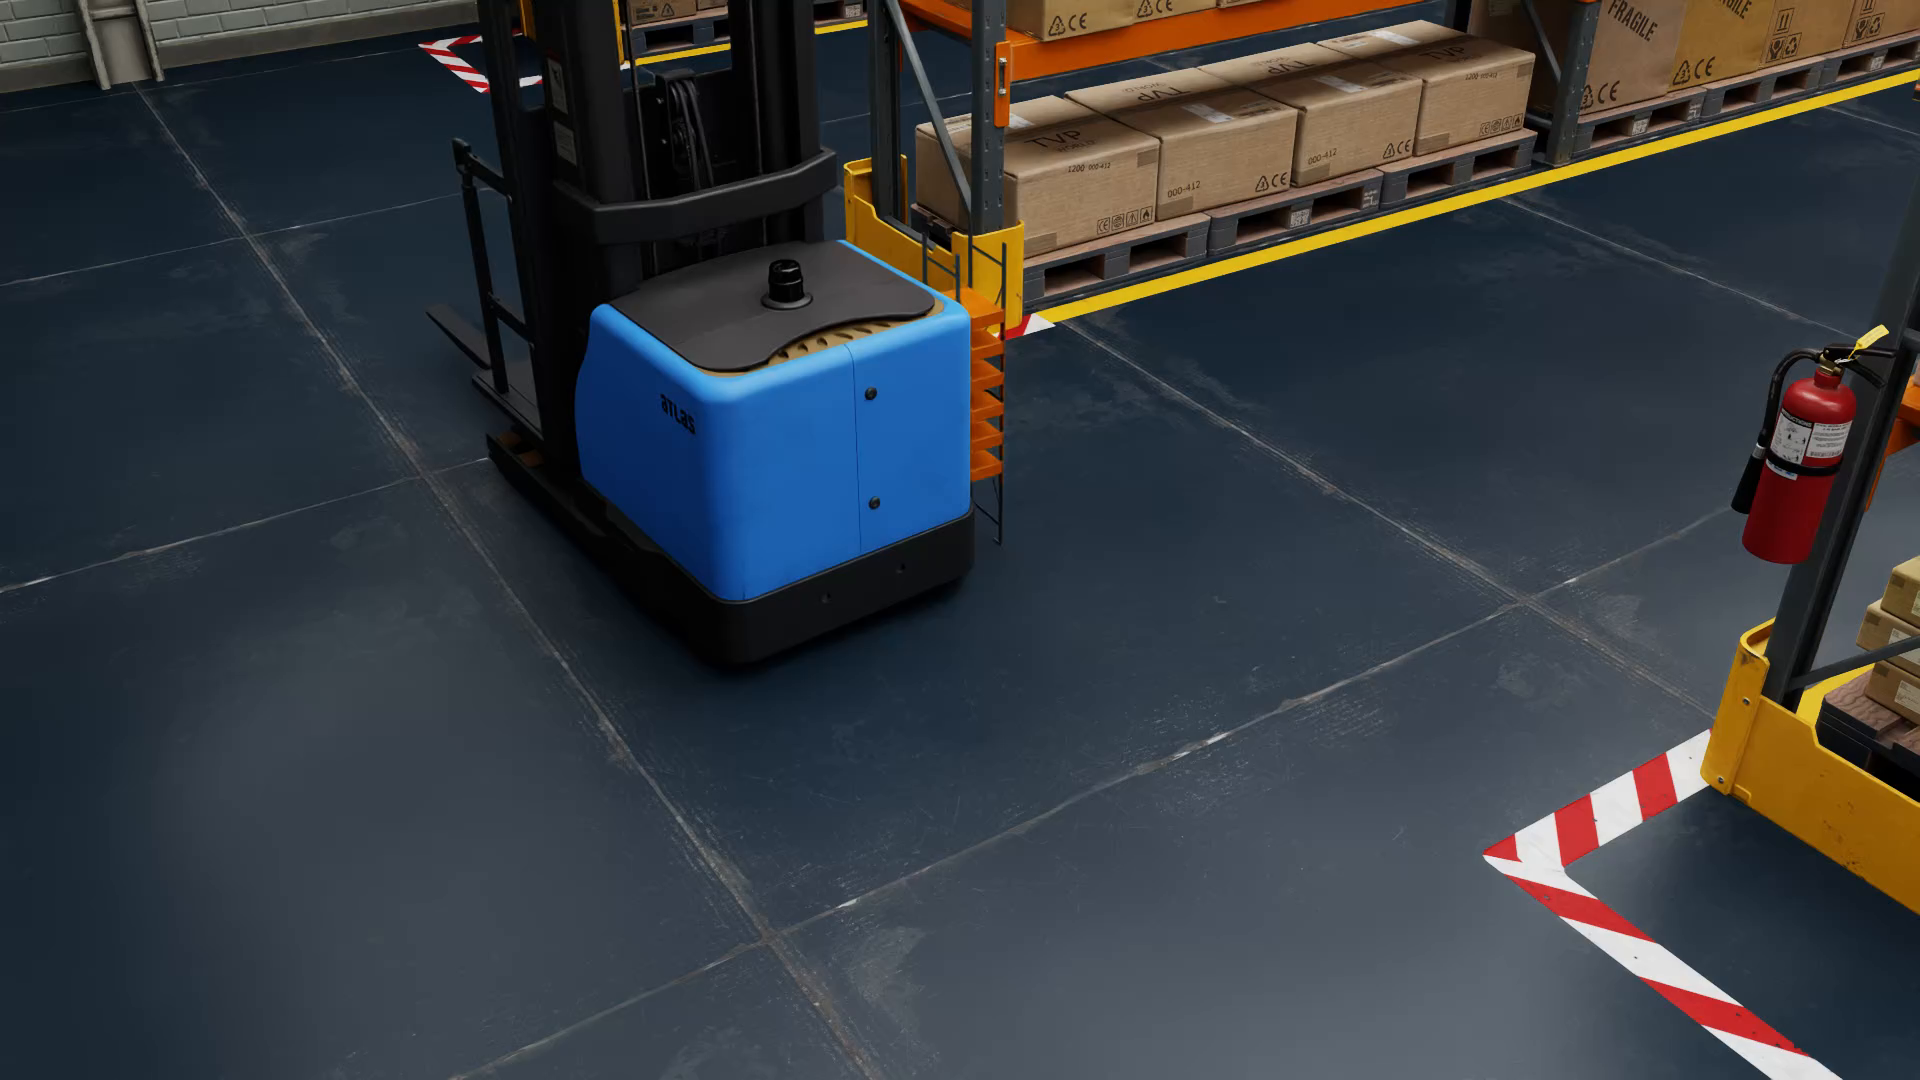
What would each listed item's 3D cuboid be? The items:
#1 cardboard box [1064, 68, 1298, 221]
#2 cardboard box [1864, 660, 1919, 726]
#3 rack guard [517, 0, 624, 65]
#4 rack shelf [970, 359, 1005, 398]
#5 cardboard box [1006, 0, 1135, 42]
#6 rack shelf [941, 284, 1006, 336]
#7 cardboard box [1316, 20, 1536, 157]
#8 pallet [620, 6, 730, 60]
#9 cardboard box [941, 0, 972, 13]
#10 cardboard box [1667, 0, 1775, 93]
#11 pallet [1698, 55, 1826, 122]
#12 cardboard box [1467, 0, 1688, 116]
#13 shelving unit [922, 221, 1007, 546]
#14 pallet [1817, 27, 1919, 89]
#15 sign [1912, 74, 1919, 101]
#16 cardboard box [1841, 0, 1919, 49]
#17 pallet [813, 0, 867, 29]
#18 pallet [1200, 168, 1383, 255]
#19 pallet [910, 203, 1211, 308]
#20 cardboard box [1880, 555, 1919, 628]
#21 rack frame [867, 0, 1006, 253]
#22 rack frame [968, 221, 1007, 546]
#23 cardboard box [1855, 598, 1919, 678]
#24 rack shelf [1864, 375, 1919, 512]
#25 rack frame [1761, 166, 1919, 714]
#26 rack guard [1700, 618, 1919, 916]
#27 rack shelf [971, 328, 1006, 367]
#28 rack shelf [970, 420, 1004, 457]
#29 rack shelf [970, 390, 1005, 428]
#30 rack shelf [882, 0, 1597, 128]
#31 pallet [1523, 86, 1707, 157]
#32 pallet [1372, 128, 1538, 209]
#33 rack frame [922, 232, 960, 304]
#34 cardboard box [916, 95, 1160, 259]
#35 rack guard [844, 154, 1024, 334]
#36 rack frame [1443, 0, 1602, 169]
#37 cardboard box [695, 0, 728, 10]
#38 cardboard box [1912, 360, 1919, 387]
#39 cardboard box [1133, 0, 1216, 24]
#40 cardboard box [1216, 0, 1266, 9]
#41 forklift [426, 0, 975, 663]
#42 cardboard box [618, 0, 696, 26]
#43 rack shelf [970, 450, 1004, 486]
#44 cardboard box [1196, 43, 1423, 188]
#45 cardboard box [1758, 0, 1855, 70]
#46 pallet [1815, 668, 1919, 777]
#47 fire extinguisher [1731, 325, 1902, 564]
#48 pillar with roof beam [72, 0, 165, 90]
[{"bbox_3d":[1.143,-2.107,8.786,0.875,0.438,0.875,-18,36,-26],"label":"cardboard box"},{"bbox_3d":[2.975,0.464,4.981,0.250,0.149,0.380,-18,37,-26],"label":"cardboard box"},{"bbox_3d":[-2.750,-3.698,11.644,0.348,0.500,1.175,-19,37,-27],"label":"rack guard"},{"bbox_3d":[0.015,-0.578,5.899,0.180,0.103,0.258,-18,36,-26],"label":"rack shelf"},{"bbox_3d":[0.437,-2.561,7.405,0.500,0.500,0.500,-19,37,-28],"label":"cardboard box"},{"bbox_3d":[0.015,-0.781,5.771,0.180,0.103,0.258,-18,36,-26],"label":"rack shelf"},{"bbox_3d":[2.654,-2.626,9.609,0.875,0.438,0.875,-20,37,-28],"label":"cardboard box"},{"bbox_3d":[-2.081,-3.807,12.088,1.213,0.211,1.003,-19,37,-27],"label":"pallet"},{"bbox_3d":[0.140,-2.809,7.798,0.500,0.500,0.500,-19,37,-27],"label":"cardboard box"},{"bbox_3d":[4.473,-3.424,10.464,0.875,0.875,0.875,-18,36,-26],"label":"cardboard box"},{"bbox_3d":[4.874,-3.097,10.962,1.213,0.211,1.003,-19,37,-27],"label":"pallet"},{"bbox_3d":[3.718,-3.159,10.045,0.875,0.875,0.875,-18,36,-26],"label":"cardboard box"},{"bbox_3d":[0.016,-0.514,5.940,0.189,1.200,0.258,-18,36,-26],"label":"shelving unit"},{"bbox_3d":[5.899,-3.448,11.518,1.213,0.211,1.003,-19,37,-27],"label":"pallet"},{"bbox_3d":[2.361,-1.196,3.954,0.005,0.325,0.100,-19,37,-27],"label":"sign"},{"bbox_3d":[5.977,-3.938,11.279,0.875,0.875,0.875,-19,37,-28],"label":"cardboard box"},{"bbox_3d":[-1.056,-4.158,12.643,1.213,0.211,1.003,-19,37,-27],"label":"pallet"},{"bbox_3d":[1.532,-1.946,9.137,1.213,0.211,1.003,-19,37,-27],"label":"pallet"},{"bbox_3d":[0.508,-1.596,8.582,1.213,0.211,1.003,-19,37,-27],"label":"pallet"},{"bbox_3d":[2.953,0.191,4.856,0.250,0.149,0.380,-19,37,-27],"label":"cardboard box"},{"bbox_3d":[-0.122,-2.509,7.416,0.127,3.000,1.000,-19,37,-27],"label":"rack frame"},{"bbox_3d":[0.094,-0.540,5.980,0.006,1.200,0.240,-18,36,-26],"label":"rack frame"},{"bbox_3d":[2.934,0.303,4.957,0.250,0.149,0.380,-20,37,-29],"label":"cardboard box"},{"bbox_3d":[4.326,-0.592,5.052,4.000,0.370,1.077,-19,37,-27],"label":"rack shelf"},{"bbox_3d":[2.645,-0.318,3.943,0.127,3.000,1.000,-19,37,-27],"label":"rack frame"},{"bbox_3d":[2.709,0.717,4.645,0.348,0.500,1.175,-19,37,-27],"label":"rack guard"},{"bbox_3d":[0.015,-0.679,5.835,0.180,0.103,0.258,-18,36,-26],"label":"rack shelf"},{"bbox_3d":[0.016,-0.375,6.028,0.180,0.103,0.258,-18,36,-26],"label":"rack shelf"},{"bbox_3d":[0.016,-0.477,5.964,0.180,0.103,0.258,-18,36,-26],"label":"rack shelf"},{"bbox_3d":[1.559,-2.783,8.524,4.000,0.370,1.077,-19,37,-27],"label":"rack shelf"},{"bbox_3d":[3.848,-2.743,10.400,1.213,0.211,1.003,-19,37,-27],"label":"pallet"},{"bbox_3d":[2.559,-2.301,9.700,1.213,0.211,1.003,-19,37,-27],"label":"pallet"},{"bbox_3d":[-0.063,-0.489,5.900,0.006,1.200,0.240,-18,36,-26],"label":"rack frame"},{"bbox_3d":[0.379,-1.839,8.361,0.875,0.438,0.875,-20,38,-29],"label":"cardboard box"},{"bbox_3d":[-0.142,-1.445,8.072,0.348,0.500,1.175,-19,37,-27],"label":"rack guard"},{"bbox_3d":[3.240,-3.665,9.249,0.127,3.000,1.000,-19,37,-27],"label":"rack frame"},{"bbox_3d":[-1.871,-3.945,11.971,0.250,0.149,0.380,-21,38,-29],"label":"cardboard box"},{"bbox_3d":[2.766,-0.433,4.361,0.250,0.149,0.380,-19,37,-27],"label":"cardboard box"},{"bbox_3d":[0.847,-2.720,7.657,0.500,0.500,0.500,-20,37,-28],"label":"cardboard box"},{"bbox_3d":[1.285,-2.859,7.877,0.500,0.500,0.500,-19,37,-28],"label":"cardboard box"},{"bbox_3d":[-1.234,-1.563,5.981,1.130,2.935,3.031,-22,38,-31],"label":"forklift"},{"bbox_3d":[-2.249,-3.990,11.710,0.637,0.503,0.797,-21,38,-29],"label":"cardboard box"},{"bbox_3d":[0.016,-0.274,6.092,0.180,0.103,0.258,-18,36,-26],"label":"rack shelf"},{"bbox_3d":[1.902,-2.367,9.198,0.875,0.438,0.875,-20,37,-29],"label":"cardboard box"},{"bbox_3d":[5.225,-3.682,10.873,0.875,0.875,0.875,-19,37,-27],"label":"cardboard box"},{"bbox_3d":[3.411,0.620,5.069,1.213,0.211,1.003,-19,37,-27],"label":"pallet"},{"bbox_3d":[2.183,-0.262,4.276,0.183,0.674,0.296,-19,37,-27],"label":"fire extinguisher"},{"bbox_3d":[-3.236,-4.965,5.687,0.400,9.000,9.100,-19,37,-27],"label":"pillar with roof beam"}]
